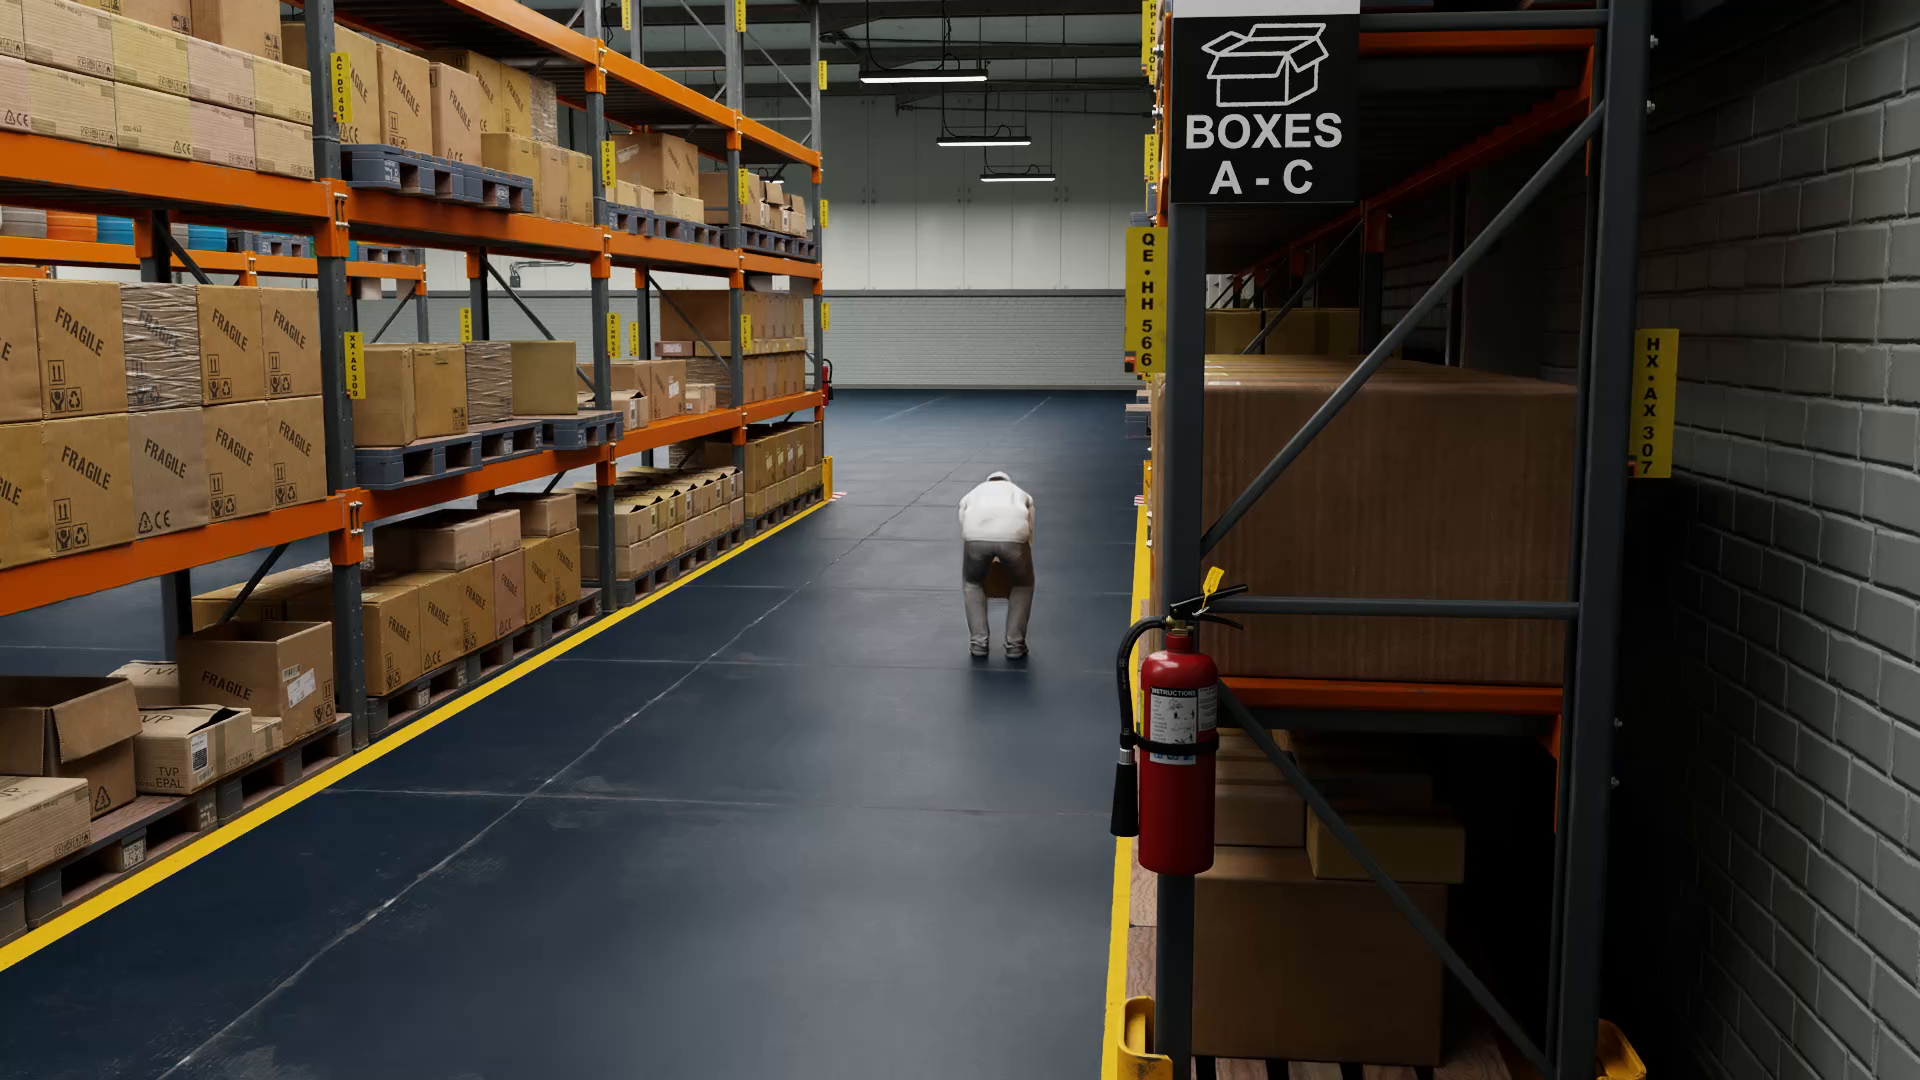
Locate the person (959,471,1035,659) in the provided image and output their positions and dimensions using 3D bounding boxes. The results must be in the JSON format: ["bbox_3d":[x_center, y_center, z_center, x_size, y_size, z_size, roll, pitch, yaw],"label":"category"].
[{"bbox_3d":[0.238,0.152,10.915,0.511,1.143,0.959,1,8,4],"label":"person"}]
